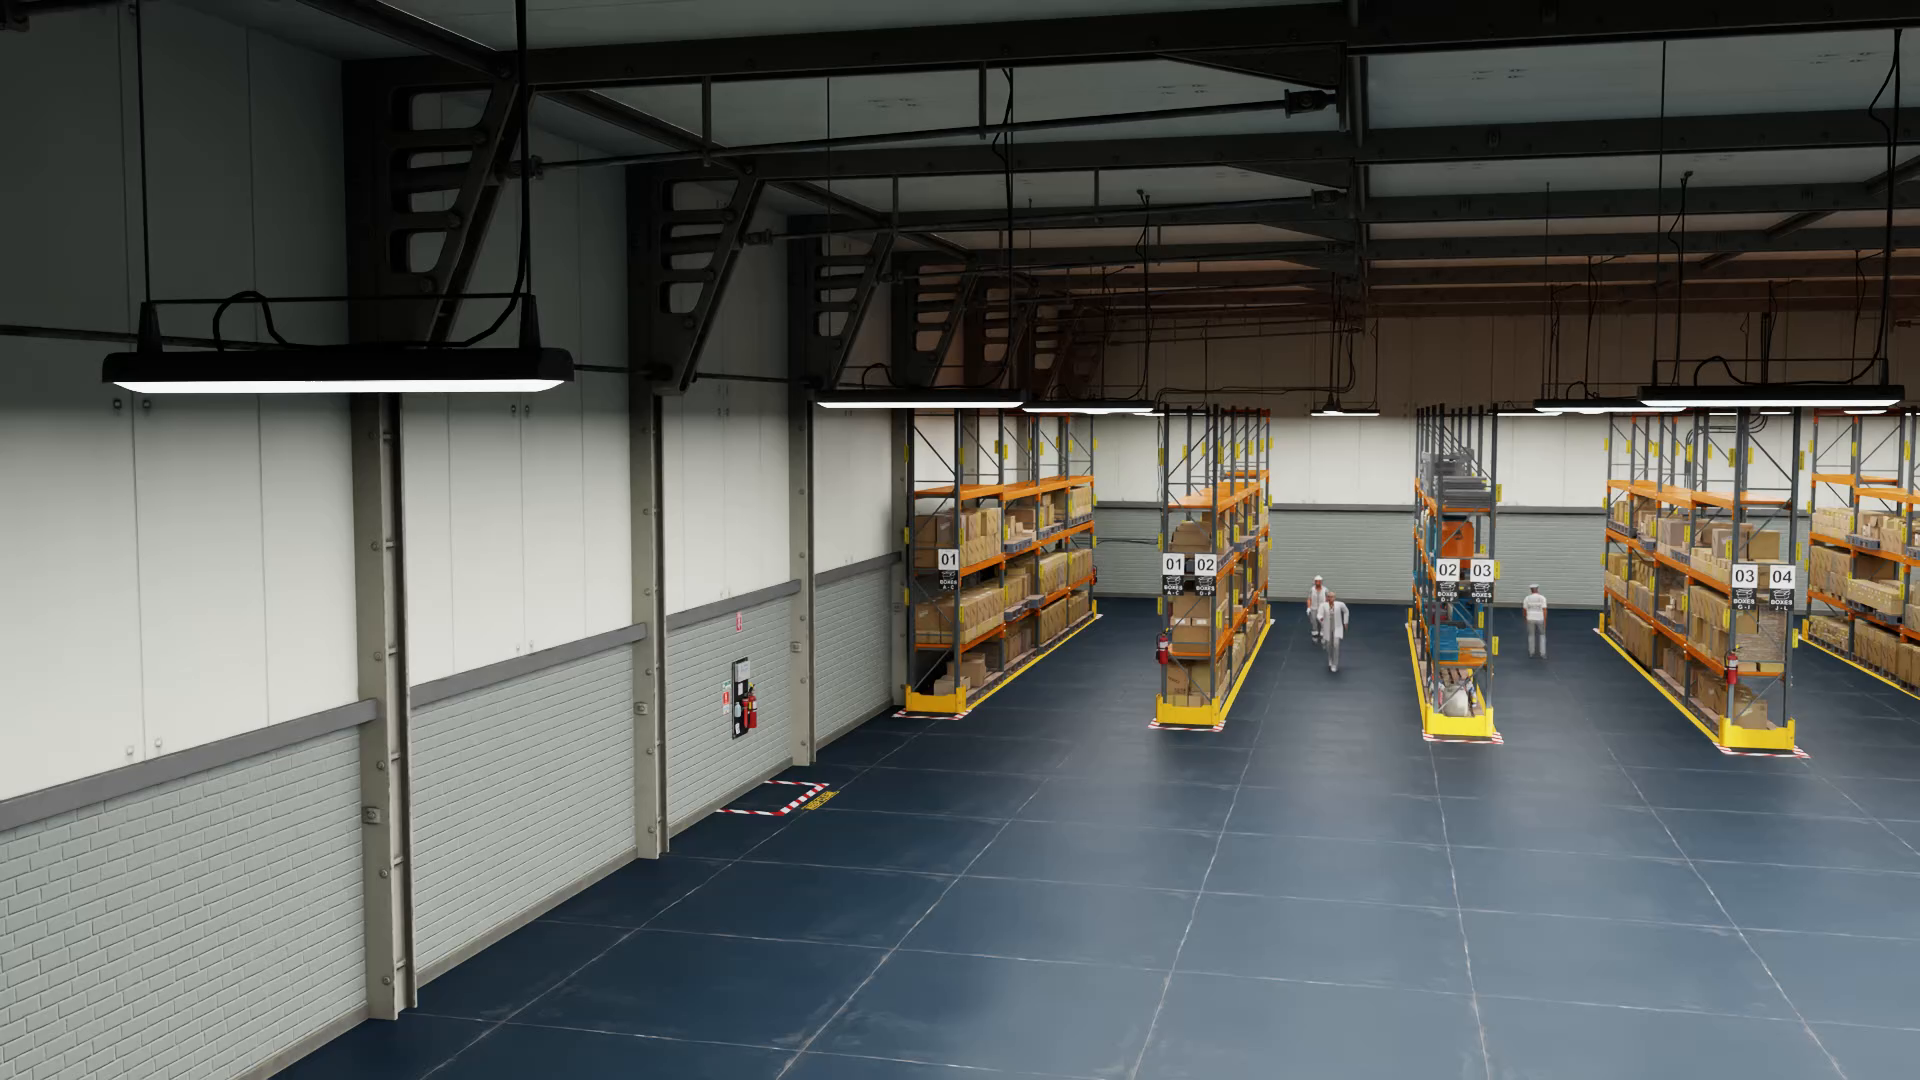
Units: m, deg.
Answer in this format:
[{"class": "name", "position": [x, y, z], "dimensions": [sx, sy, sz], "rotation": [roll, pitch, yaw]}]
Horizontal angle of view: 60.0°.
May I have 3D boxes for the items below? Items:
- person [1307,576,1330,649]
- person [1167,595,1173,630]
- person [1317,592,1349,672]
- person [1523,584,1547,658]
[{"class": "person", "position": [9.001, 1.811, 41.731], "dimensions": [0.598, 1.824, 0.785], "rotation": [1, 4, 8]}, {"class": "person", "position": [5.694, 1.666, 44.500], "dimensions": [0.486, 1.667, 0.889], "rotation": [1, 4, 9]}, {"class": "person", "position": [8.501, 2.076, 37.959], "dimensions": [0.698, 1.814, 1.083], "rotation": [1, 4, 17]}, {"class": "person", "position": [13.804, 1.972, 39.884], "dimensions": [0.582, 1.842, 0.461], "rotation": [2, 4, 21]}]
